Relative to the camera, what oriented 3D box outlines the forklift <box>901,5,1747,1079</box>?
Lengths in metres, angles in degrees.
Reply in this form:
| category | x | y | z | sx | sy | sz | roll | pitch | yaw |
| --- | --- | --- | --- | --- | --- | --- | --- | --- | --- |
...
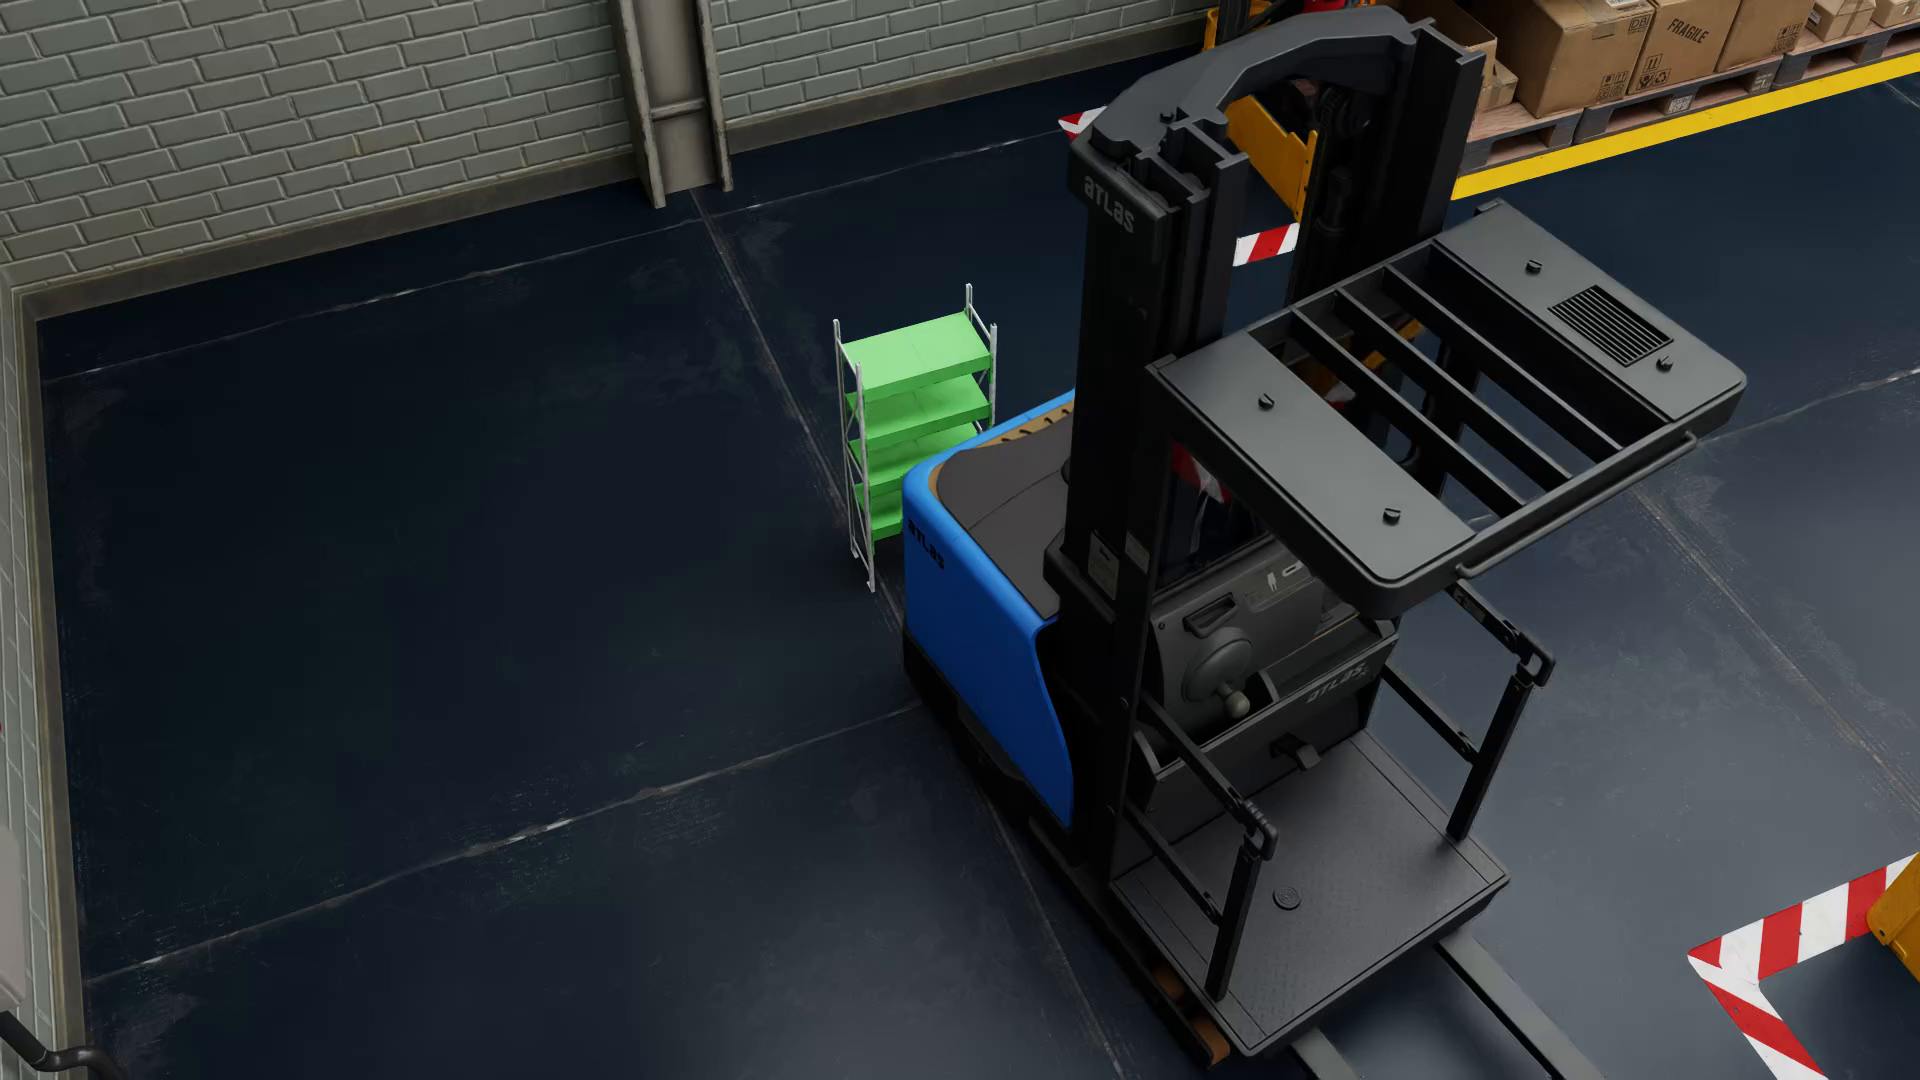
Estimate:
| category | x | y | z | sx | sy | sz | roll | pitch | yaw |
| --- | --- | --- | --- | --- | --- | --- | --- | --- | --- |
| forklift | 1.024 | 0.257 | 4.438 | 1.130 | 2.935 | 3.031 | -27 | 54 | -21 |

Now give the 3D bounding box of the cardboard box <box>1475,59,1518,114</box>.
| category | x | y | z | sx | sy | sz | roll | pitch | yaw |
| --- | --- | --- | --- | --- | --- | --- | --- | --- | --- |
| cardboard box | 2.512 | -2.277 | 8.171 | 0.250 | 0.149 | 0.380 | -19 | 52 | -16 |

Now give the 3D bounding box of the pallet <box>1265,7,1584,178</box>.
| category | x | y | z | sx | sy | sz | roll | pitch | yaw |
| --- | --- | --- | --- | --- | --- | --- | --- | --- | --- |
| pallet | 2.310 | -2.208 | 8.348 | 1.213 | 0.211 | 1.003 | -17 | 52 | -14 |

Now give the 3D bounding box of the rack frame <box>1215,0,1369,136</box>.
| category | x | y | z | sx | sy | sz | roll | pitch | yaw |
| --- | --- | --- | --- | --- | --- | --- | --- | --- | --- |
| rack frame | 1.502 | -2.865 | 7.074 | 0.127 | 3.000 | 1.000 | -17 | 52 | -14 |

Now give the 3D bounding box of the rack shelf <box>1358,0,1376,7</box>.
| category | x | y | z | sx | sy | sz | roll | pitch | yaw |
| --- | --- | --- | --- | --- | --- | --- | --- | --- | --- |
| rack shelf | 3.353 | -3.205 | 7.840 | 4.000 | 0.370 | 1.077 | -17 | 52 | -14 |

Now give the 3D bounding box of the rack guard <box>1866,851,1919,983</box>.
| category | x | y | z | sx | sy | sz | roll | pitch | yaw |
| --- | --- | --- | --- | --- | --- | --- | --- | --- | --- |
| rack guard | 3.360 | 1.441 | 5.024 | 0.348 | 0.500 | 1.175 | -17 | 52 | -14 |

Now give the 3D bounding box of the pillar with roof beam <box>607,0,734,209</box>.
| category | x | y | z | sx | sy | sz | roll | pitch | yaw |
| --- | --- | --- | --- | --- | --- | --- | --- | --- | --- |
| pillar with roof beam | 0.293 | -1.656 | 2.081 | 0.400 | 9.000 | 9.100 | -17 | 52 | -14 |

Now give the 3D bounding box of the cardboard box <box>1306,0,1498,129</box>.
| category | x | y | z | sx | sy | sz | roll | pitch | yaw |
| --- | --- | --- | --- | --- | --- | --- | --- | --- | --- |
| cardboard box | 2.104 | -2.298 | 7.956 | 0.637 | 0.503 | 0.797 | -19 | 52 | -16 |

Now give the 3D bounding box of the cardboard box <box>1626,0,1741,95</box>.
| category | x | y | z | sx | sy | sz | roll | pitch | yaw |
| --- | --- | --- | --- | --- | --- | --- | --- | --- | --- |
| cardboard box | 3.437 | -2.596 | 8.214 | 0.500 | 0.500 | 0.500 | -16 | 51 | -14 |

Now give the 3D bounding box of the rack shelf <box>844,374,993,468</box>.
| category | x | y | z | sx | sy | sz | roll | pitch | yaw |
| --- | --- | --- | --- | --- | --- | --- | --- | --- | --- |
| rack shelf | -0.153 | -0.458 | 5.961 | 0.480 | 0.148 | 0.258 | -17 | 52 | -14 |

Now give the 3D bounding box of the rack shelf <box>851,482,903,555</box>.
| category | x | y | z | sx | sy | sz | roll | pitch | yaw |
| --- | --- | --- | --- | --- | --- | --- | --- | --- | --- |
| rack shelf | -0.153 | -0.145 | 6.325 | 0.480 | 0.148 | 0.258 | -17 | 52 | -14 |

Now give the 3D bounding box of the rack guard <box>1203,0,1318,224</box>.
| category | x | y | z | sx | sy | sz | roll | pitch | yaw |
| --- | --- | --- | --- | --- | --- | --- | --- | --- | --- |
| rack guard | 1.572 | -2.073 | 8.041 | 0.348 | 0.500 | 1.175 | -17 | 52 | -14 |

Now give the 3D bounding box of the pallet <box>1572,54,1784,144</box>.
| category | x | y | z | sx | sy | sz | roll | pitch | yaw |
| --- | --- | --- | --- | --- | --- | --- | --- | --- | --- |
| pallet | 3.438 | -2.555 | 8.646 | 1.213 | 0.211 | 1.003 | -17 | 52 | -14 |

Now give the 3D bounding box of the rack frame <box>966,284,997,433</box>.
| category | x | y | z | sx | sy | sz | roll | pitch | yaw |
| --- | --- | --- | --- | --- | --- | --- | --- | --- | --- |
| rack frame | 0.073 | -0.413 | 6.155 | 0.015 | 1.200 | 0.240 | -17 | 52 | -14 |

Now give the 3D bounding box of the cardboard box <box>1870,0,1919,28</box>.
| category | x | y | z | sx | sy | sz | roll | pitch | yaw |
| --- | --- | --- | --- | --- | --- | --- | --- | --- | --- |
| cardboard box | 4.800 | -2.855 | 8.667 | 0.250 | 0.149 | 0.380 | -19 | 52 | -15 |

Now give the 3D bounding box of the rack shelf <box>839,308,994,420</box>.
| category | x | y | z | sx | sy | sz | roll | pitch | yaw |
| --- | --- | --- | --- | --- | --- | --- | --- | --- | --- |
| rack shelf | -0.153 | -0.614 | 5.779 | 0.480 | 0.148 | 0.258 | -17 | 52 | -14 |

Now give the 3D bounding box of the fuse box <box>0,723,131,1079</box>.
| category | x | y | z | sx | sy | sz | roll | pitch | yaw |
| --- | --- | --- | --- | --- | --- | --- | --- | --- | --- |
| fuse box | -2.488 | 1.156 | 4.470 | 0.414 | 1.711 | 0.539 | -17 | 52 | -14 |

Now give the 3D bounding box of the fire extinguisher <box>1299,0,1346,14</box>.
| category | x | y | z | sx | sy | sz | roll | pitch | yaw |
| --- | --- | --- | --- | --- | --- | --- | --- | --- | --- |
| fire extinguisher | 1.540 | -2.352 | 6.930 | 0.183 | 0.674 | 0.296 | -17 | 52 | -14 |

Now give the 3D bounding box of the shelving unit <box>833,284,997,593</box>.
| category | x | y | z | sx | sy | sz | roll | pitch | yaw |
| --- | --- | --- | --- | --- | --- | --- | --- | --- | --- |
| shelving unit | -0.153 | -0.343 | 6.095 | 0.503 | 1.200 | 0.258 | -17 | 52 | -14 |

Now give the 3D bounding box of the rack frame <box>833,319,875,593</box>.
| category | x | y | z | sx | sy | sz | roll | pitch | yaw |
| --- | --- | --- | --- | --- | --- | --- | --- | --- | --- |
| rack frame | -0.379 | -0.273 | 6.035 | 0.015 | 1.200 | 0.240 | -17 | 52 | -14 |

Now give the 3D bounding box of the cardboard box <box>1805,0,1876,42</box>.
| category | x | y | z | sx | sy | sz | roll | pitch | yaw |
| --- | --- | --- | --- | --- | --- | --- | --- | --- | --- |
| cardboard box | 4.470 | -2.790 | 8.535 | 0.258 | 0.266 | 0.396 | -16 | 51 | -13 |

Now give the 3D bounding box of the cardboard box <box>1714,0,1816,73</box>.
| category | x | y | z | sx | sy | sz | roll | pitch | yaw |
| --- | --- | --- | --- | --- | --- | --- | --- | --- | --- |
| cardboard box | 3.871 | -2.812 | 8.400 | 0.500 | 0.500 | 0.700 | -19 | 52 | -16 |

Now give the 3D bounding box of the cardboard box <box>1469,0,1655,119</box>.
| category | x | y | z | sx | sy | sz | roll | pitch | yaw |
| --- | --- | --- | --- | --- | --- | --- | --- | --- | --- |
| cardboard box | 2.910 | -2.515 | 8.144 | 0.500 | 0.500 | 0.700 | -15 | 51 | -13 |

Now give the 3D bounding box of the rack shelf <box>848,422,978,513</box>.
| category | x | y | z | sx | sy | sz | roll | pitch | yaw |
| --- | --- | --- | --- | --- | --- | --- | --- | --- | --- |
| rack shelf | -0.153 | -0.302 | 6.143 | 0.480 | 0.148 | 0.258 | -17 | 52 | -14 |

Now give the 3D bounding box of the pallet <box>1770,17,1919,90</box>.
| category | x | y | z | sx | sy | sz | roll | pitch | yaw |
| --- | --- | --- | --- | --- | --- | --- | --- | --- | --- |
| pallet | 4.569 | -2.908 | 8.949 | 1.213 | 0.211 | 1.003 | -17 | 52 | -14 |
